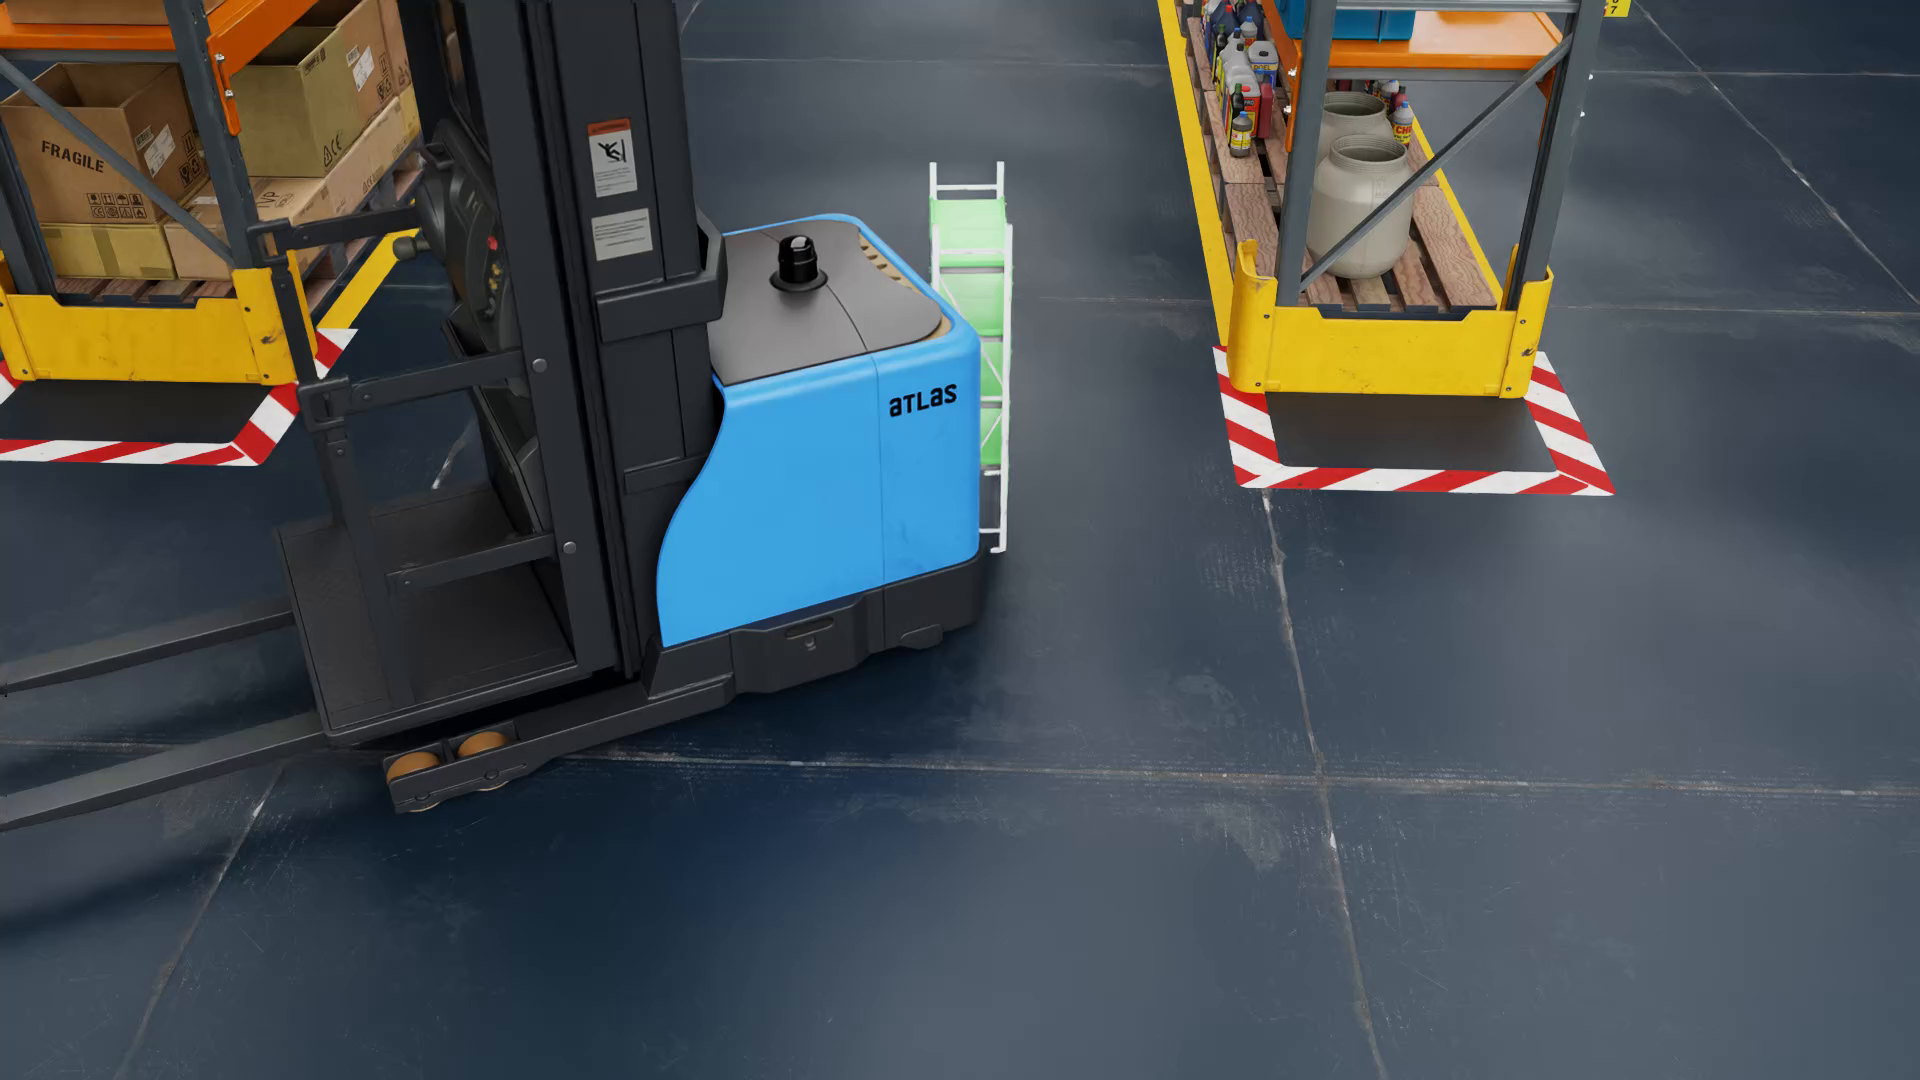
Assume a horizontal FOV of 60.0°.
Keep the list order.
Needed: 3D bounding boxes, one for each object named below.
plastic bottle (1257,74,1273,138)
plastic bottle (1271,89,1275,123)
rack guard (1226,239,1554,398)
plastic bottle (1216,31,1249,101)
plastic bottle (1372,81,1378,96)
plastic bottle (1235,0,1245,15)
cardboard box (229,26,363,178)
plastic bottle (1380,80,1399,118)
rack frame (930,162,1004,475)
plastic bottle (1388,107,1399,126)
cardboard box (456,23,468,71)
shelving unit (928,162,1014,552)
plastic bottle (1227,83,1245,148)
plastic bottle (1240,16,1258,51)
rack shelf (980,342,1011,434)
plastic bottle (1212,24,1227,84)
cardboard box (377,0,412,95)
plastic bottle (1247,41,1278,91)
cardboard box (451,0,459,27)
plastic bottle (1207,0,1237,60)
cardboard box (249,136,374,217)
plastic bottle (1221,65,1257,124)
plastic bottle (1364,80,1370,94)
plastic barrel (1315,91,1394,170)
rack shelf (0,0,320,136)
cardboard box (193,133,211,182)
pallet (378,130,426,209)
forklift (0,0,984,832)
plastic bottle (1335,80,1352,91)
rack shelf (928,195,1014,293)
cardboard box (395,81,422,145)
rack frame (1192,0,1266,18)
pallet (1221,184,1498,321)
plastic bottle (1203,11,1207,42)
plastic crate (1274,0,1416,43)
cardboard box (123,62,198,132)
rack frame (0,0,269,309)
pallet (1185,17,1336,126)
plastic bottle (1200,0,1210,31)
[{"bbox_3d":[1.494,-2.128,8.148,0.061,0.283,0.133,1,35,2],"label":"plastic bottle"},{"bbox_3d":[1.518,-2.184,8.300,0.097,0.201,0.097,0,35,0],"label":"plastic bottle"},{"bbox_3d":[1.670,-0.874,6.558,1.175,0.500,0.348,1,35,2],"label":"rack guard"},{"bbox_3d":[1.403,-2.439,8.533,0.144,0.351,0.185,1,35,2],"label":"plastic bottle"},{"bbox_3d":[2.120,-2.233,8.369,0.097,0.201,0.097,0,35,0],"label":"plastic bottle"},{"bbox_3d":[1.545,-2.857,9.186,0.061,0.283,0.133,1,35,2],"label":"plastic bottle"},{"bbox_3d":[-2.973,-1.912,7.236,0.500,0.500,0.500,1,35,2],"label":"cardboard box"},{"bbox_3d":[2.112,-2.147,8.186,0.097,0.271,0.097,0,35,0],"label":"plastic bottle"},{"bbox_3d":[0.022,-0.734,5.751,0.240,1.200,0.015,-1,35,-1],"label":"rack frame"},{"bbox_3d":[2.102,-1.981,8.011,0.097,0.201,0.097,0,35,0],"label":"plastic bottle"},{"bbox_3d":[-2.905,-2.755,9.087,0.500,0.250,0.500,1,35,2],"label":"cardboard box"},{"bbox_3d":[0.029,-0.594,5.551,0.258,1.200,0.503,-1,35,-1],"label":"shelving unit"},{"bbox_3d":[1.336,-2.053,8.042,0.061,0.283,0.133,2,35,3],"label":"plastic bottle"},{"bbox_3d":[1.542,-2.673,8.935,0.097,0.271,0.097,0,35,0],"label":"plastic bottle"},{"bbox_3d":[0.029,-0.542,5.588,0.258,0.148,0.480,-1,35,-1],"label":"rack shelf"},{"bbox_3d":[1.372,-2.562,8.766,0.061,0.283,0.133,3,35,4],"label":"plastic bottle"},{"bbox_3d":[-2.929,-2.487,8.053,0.500,0.500,0.500,1,35,2],"label":"cardboard box"},{"bbox_3d":[1.552,-2.420,8.570,0.152,0.276,0.135,1,35,2],"label":"plastic bottle"},{"bbox_3d":[-2.907,-3.062,8.871,0.500,0.500,0.500,1,35,2],"label":"cardboard box"},{"bbox_3d":[1.427,-2.792,9.035,0.144,0.351,0.185,2,35,3],"label":"plastic bottle"},{"bbox_3d":[-2.975,-1.605,7.452,0.500,0.250,0.500,1,35,2],"label":"cardboard box"},{"bbox_3d":[1.393,-2.206,8.267,0.152,0.276,0.135,0,35,1],"label":"plastic bottle"},{"bbox_3d":[2.128,-2.351,8.537,0.097,0.201,0.097,0,35,0],"label":"plastic bottle"},{"bbox_3d":[1.684,-1.673,7.321,0.421,0.512,0.421,0,35,0],"label":"plastic barrel"},{"bbox_3d":[-3.155,-2.823,7.784,1.077,0.370,4.000,1,35,2],"label":"rack shelf"},{"bbox_3d":[-3.501,-1.618,7.469,0.500,0.250,0.500,1,35,2],"label":"cardboard box"},{"bbox_3d":[-3.195,-1.967,8.365,1.003,0.211,1.213,1,35,2],"label":"pallet"},{"bbox_3d":[-1.481,-0.785,4.318,3.031,2.935,1.130,-16,38,-21],"label":"forklift"},{"bbox_3d":[1.999,-2.455,8.614,0.061,0.283,0.133,1,35,2],"label":"plastic bottle"},{"bbox_3d":[0.029,-0.935,5.312,0.258,0.148,0.480,-1,35,-1],"label":"rack shelf"},{"bbox_3d":[-2.930,-2.180,8.269,0.500,0.250,0.500,1,35,2],"label":"cardboard box"},{"bbox_3d":[1.875,-4.150,9.046,1.000,3.000,0.127,1,35,2],"label":"rack frame"},{"bbox_3d":[1.708,-1.222,7.305,1.003,0.211,1.213,1,35,2],"label":"pallet"},{"bbox_3d":[1.416,-2.895,9.312,0.097,0.201,0.097,0,35,0],"label":"plastic bottle"},{"bbox_3d":[1.435,-2.085,6.238,0.499,0.251,0.616,1,35,2],"label":"plastic crate"},{"bbox_3d":[-3.486,-2.212,7.662,0.500,0.500,0.500,1,35,2],"label":"cardboard box"},{"bbox_3d":[-3.235,-1.968,5.942,1.000,3.000,0.127,1,35,2],"label":"rack frame"},{"bbox_3d":[1.806,-2.624,9.300,1.003,0.211,1.213,1,35,2],"label":"pallet"},{"bbox_3d":[1.424,-3.041,9.458,0.097,0.271,0.097,0,35,0],"label":"plastic bottle"}]
